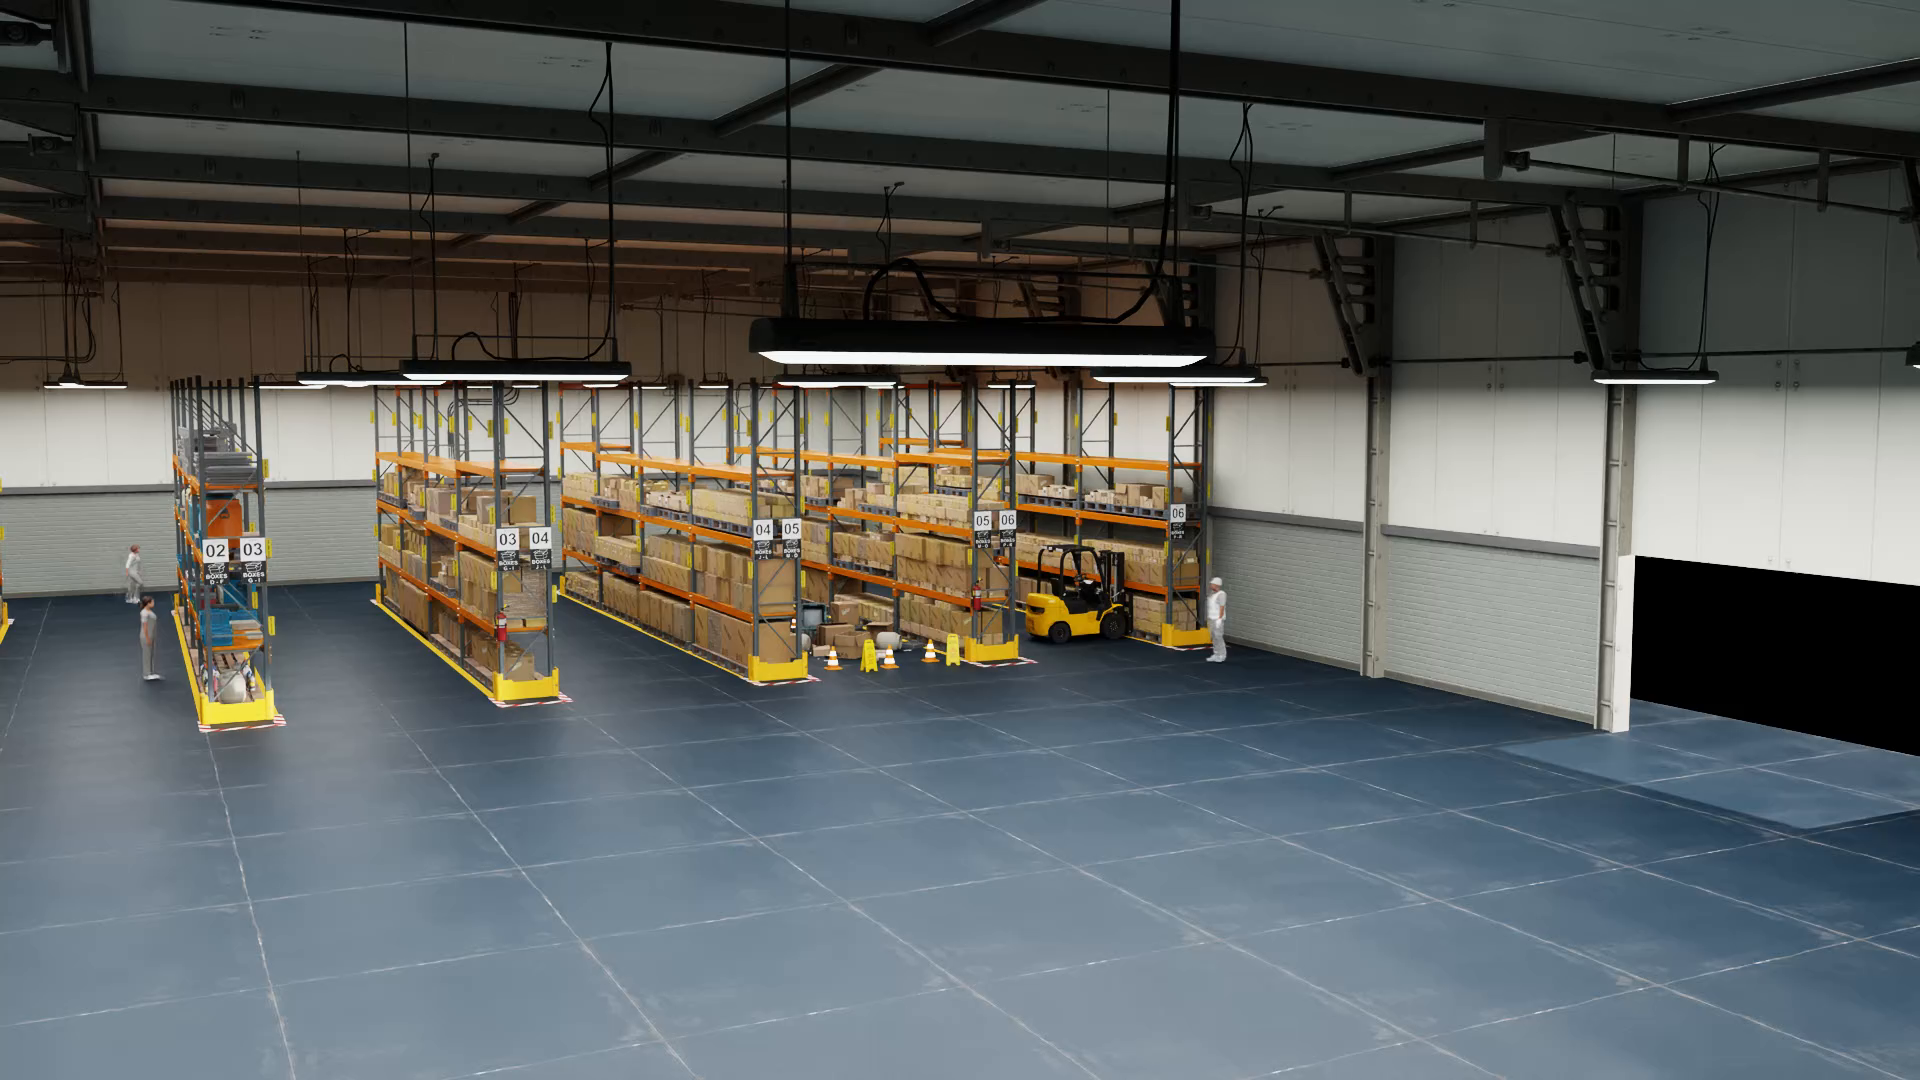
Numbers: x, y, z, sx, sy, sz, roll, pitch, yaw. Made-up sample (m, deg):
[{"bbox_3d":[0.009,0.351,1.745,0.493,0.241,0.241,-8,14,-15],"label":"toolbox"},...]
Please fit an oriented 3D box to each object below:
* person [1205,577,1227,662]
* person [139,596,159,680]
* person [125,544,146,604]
[{"bbox_3d":[5.454,1.691,35.313,0.378,1.798,0.622,-2,5,-18],"label":"person"},{"bbox_3d":[-16.178,1.943,33.138,0.352,1.678,0.487,0,5,-3],"label":"person"},{"bbox_3d":[-22.369,0.926,45.036,0.513,1.614,0.492,-1,5,-11],"label":"person"}]
